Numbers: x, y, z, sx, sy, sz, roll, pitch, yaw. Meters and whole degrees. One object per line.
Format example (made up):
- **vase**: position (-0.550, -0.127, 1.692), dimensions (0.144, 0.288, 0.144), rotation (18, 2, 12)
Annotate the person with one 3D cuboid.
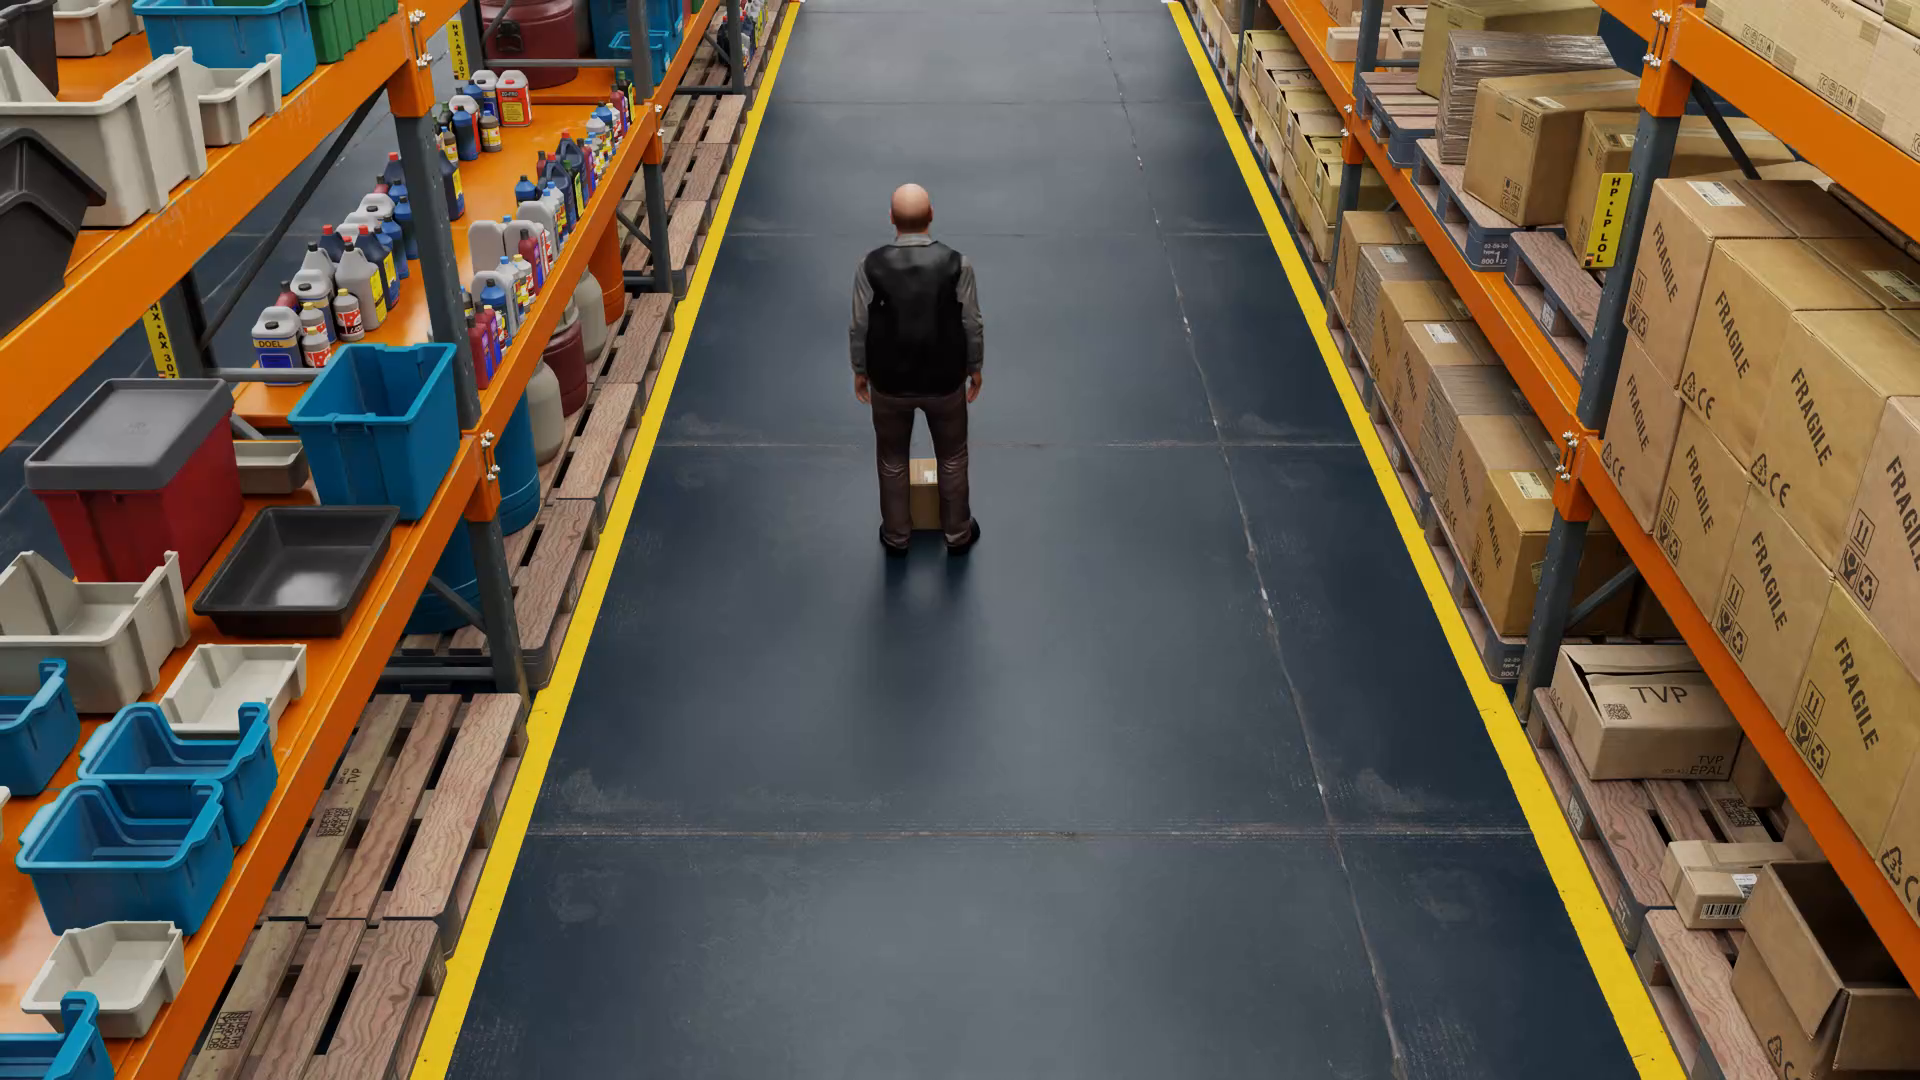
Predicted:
- **person**: position (-0.186, -0.702, 7.310), dimensions (0.584, 1.720, 0.412), rotation (-1, 31, -1)
